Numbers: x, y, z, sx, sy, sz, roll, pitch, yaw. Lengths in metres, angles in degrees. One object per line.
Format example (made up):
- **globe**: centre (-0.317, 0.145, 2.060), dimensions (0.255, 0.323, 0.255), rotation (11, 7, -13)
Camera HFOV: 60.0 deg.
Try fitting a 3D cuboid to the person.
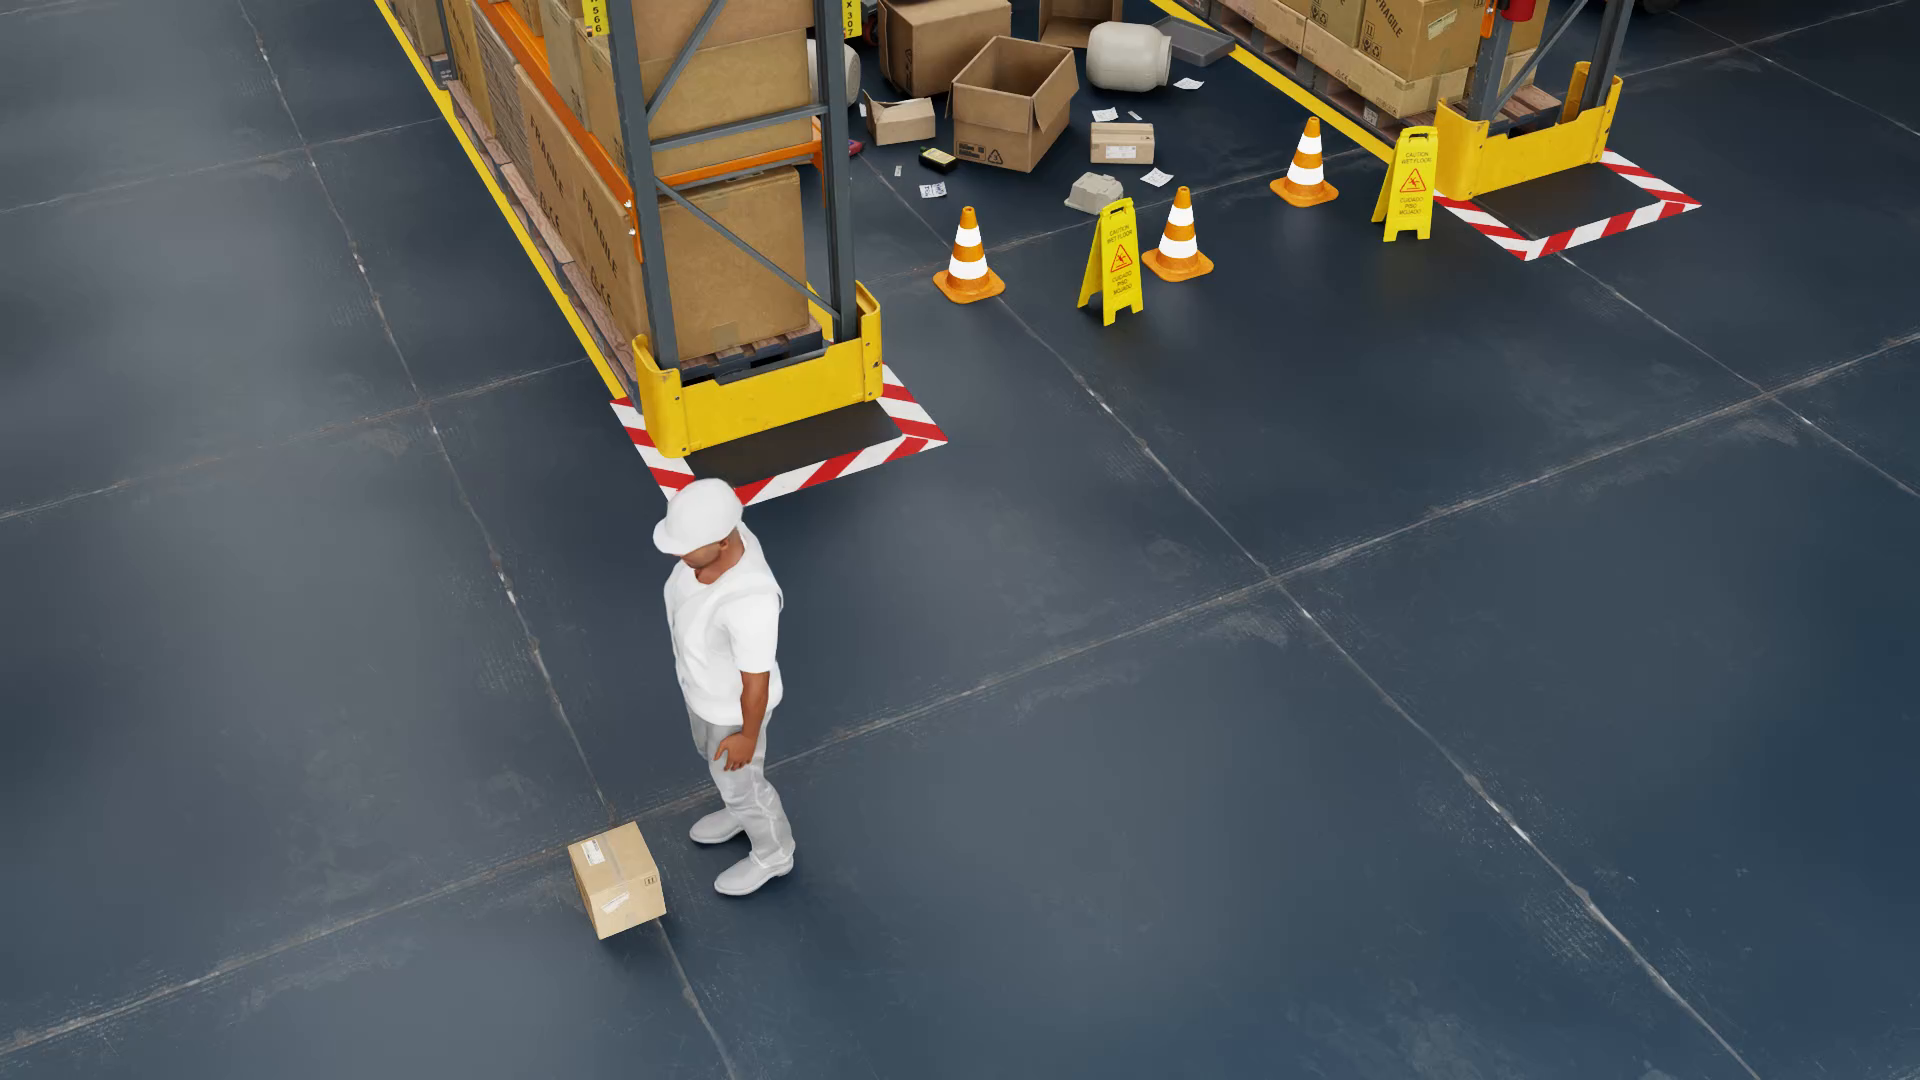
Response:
- **person**: centre (-0.773, 0.494, 5.574), dimensions (0.364, 1.762, 0.566), rotation (-18, 44, -20)
